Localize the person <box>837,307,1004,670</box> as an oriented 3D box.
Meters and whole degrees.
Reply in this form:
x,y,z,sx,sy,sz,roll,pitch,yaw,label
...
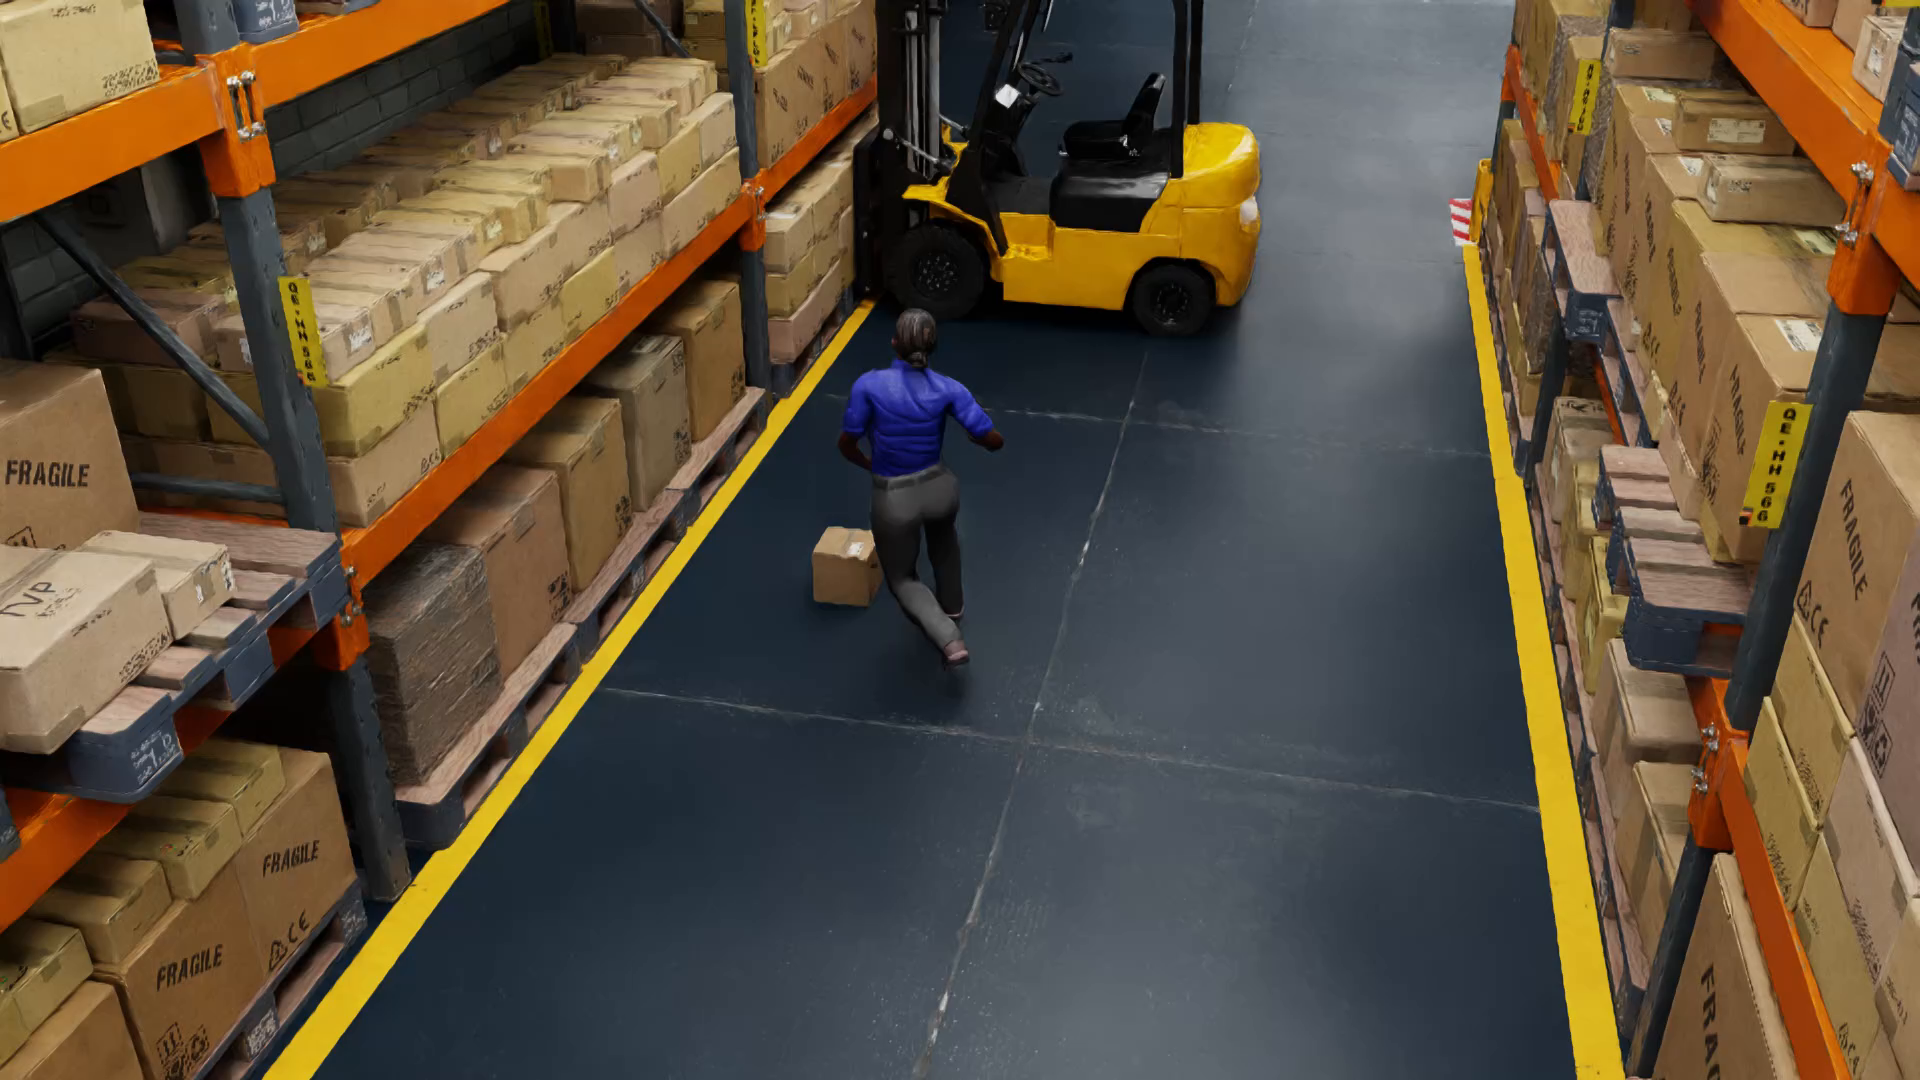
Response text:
x,y,z,sx,sy,sz,roll,pitch,yaw,label
-0.167,-0.210,6.629,0.637,1.524,0.910,-9,30,-17,person
